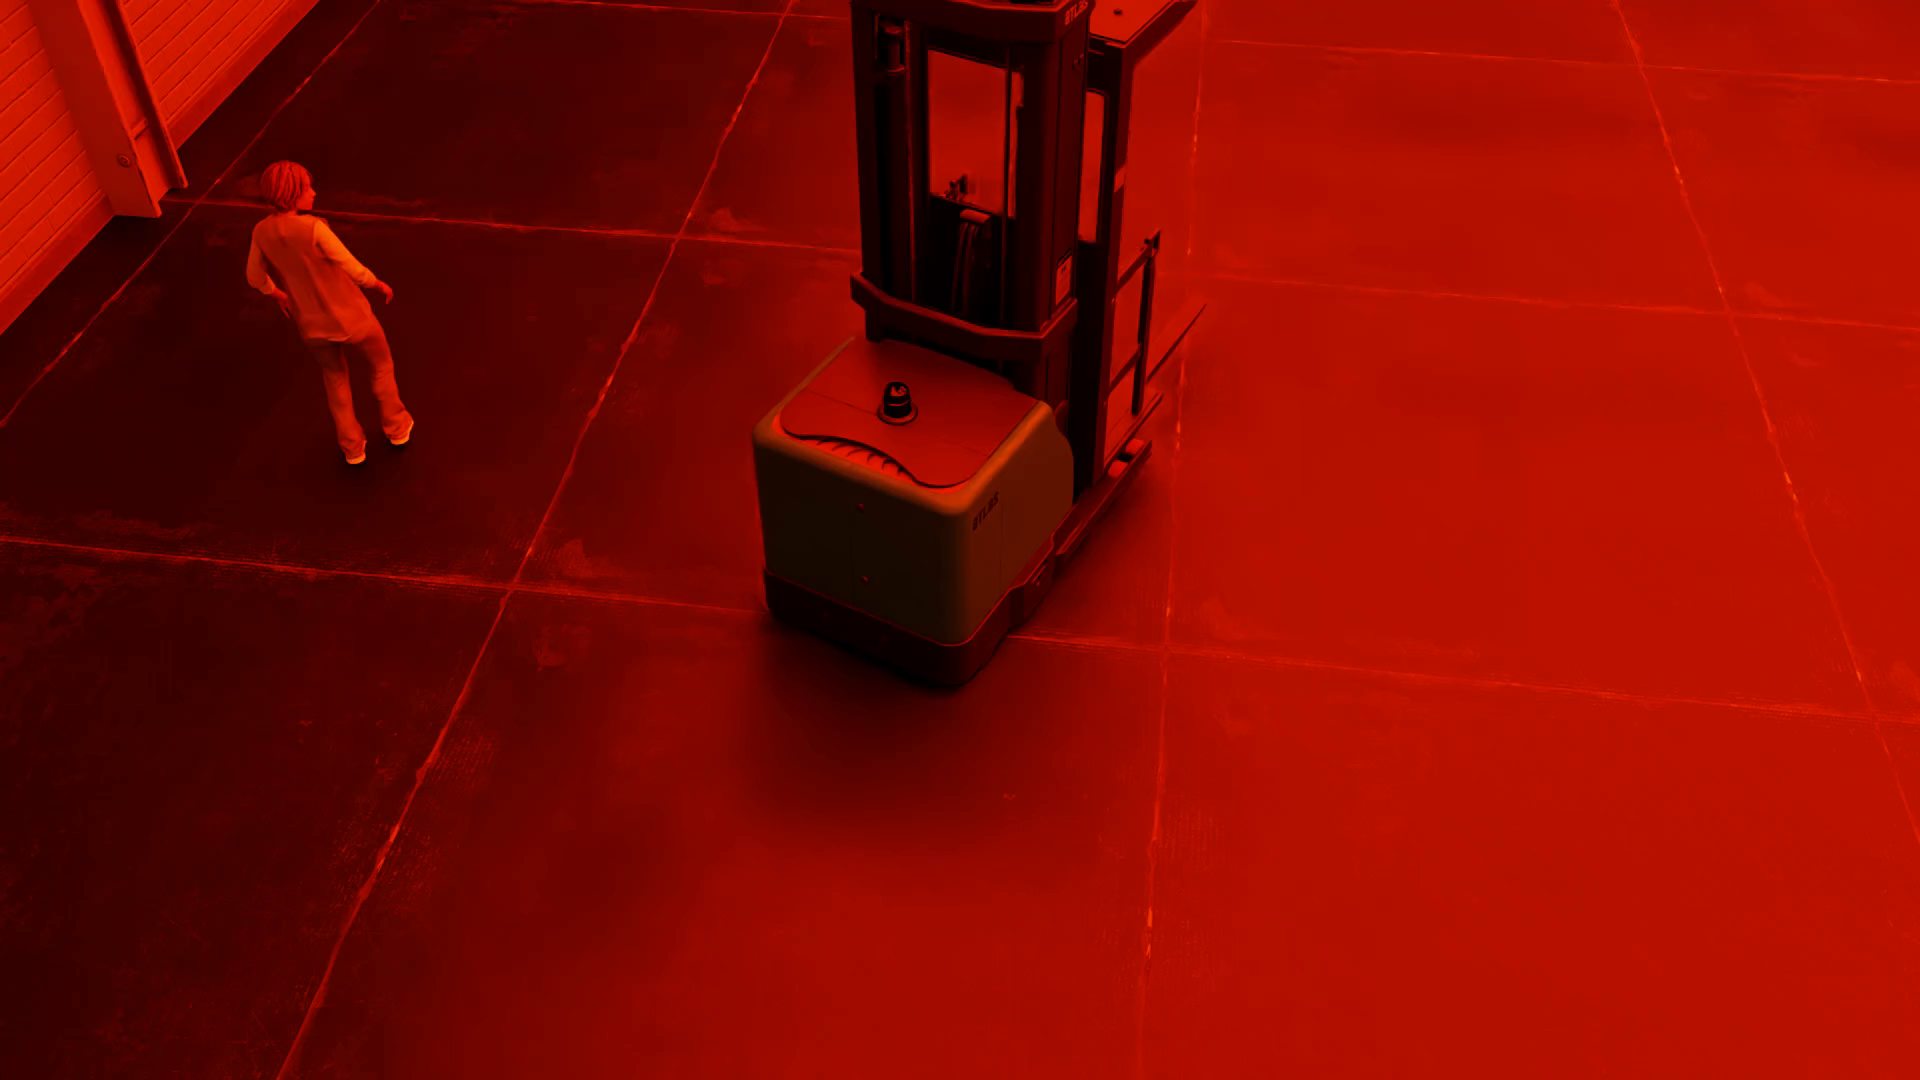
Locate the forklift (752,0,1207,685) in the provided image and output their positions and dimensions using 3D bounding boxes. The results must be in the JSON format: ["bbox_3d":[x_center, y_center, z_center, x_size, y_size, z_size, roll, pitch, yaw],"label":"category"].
[{"bbox_3d":[0.293,-1.445,7.298,1.130,2.935,3.031,21,47,21],"label":"forklift"}]

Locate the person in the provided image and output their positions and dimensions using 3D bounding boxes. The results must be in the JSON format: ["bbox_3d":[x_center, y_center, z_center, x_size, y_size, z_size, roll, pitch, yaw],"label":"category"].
[{"bbox_3d":[-2.976,-1.068,7.846,0.614,1.565,0.439,1,43,1],"label":"person"}]
